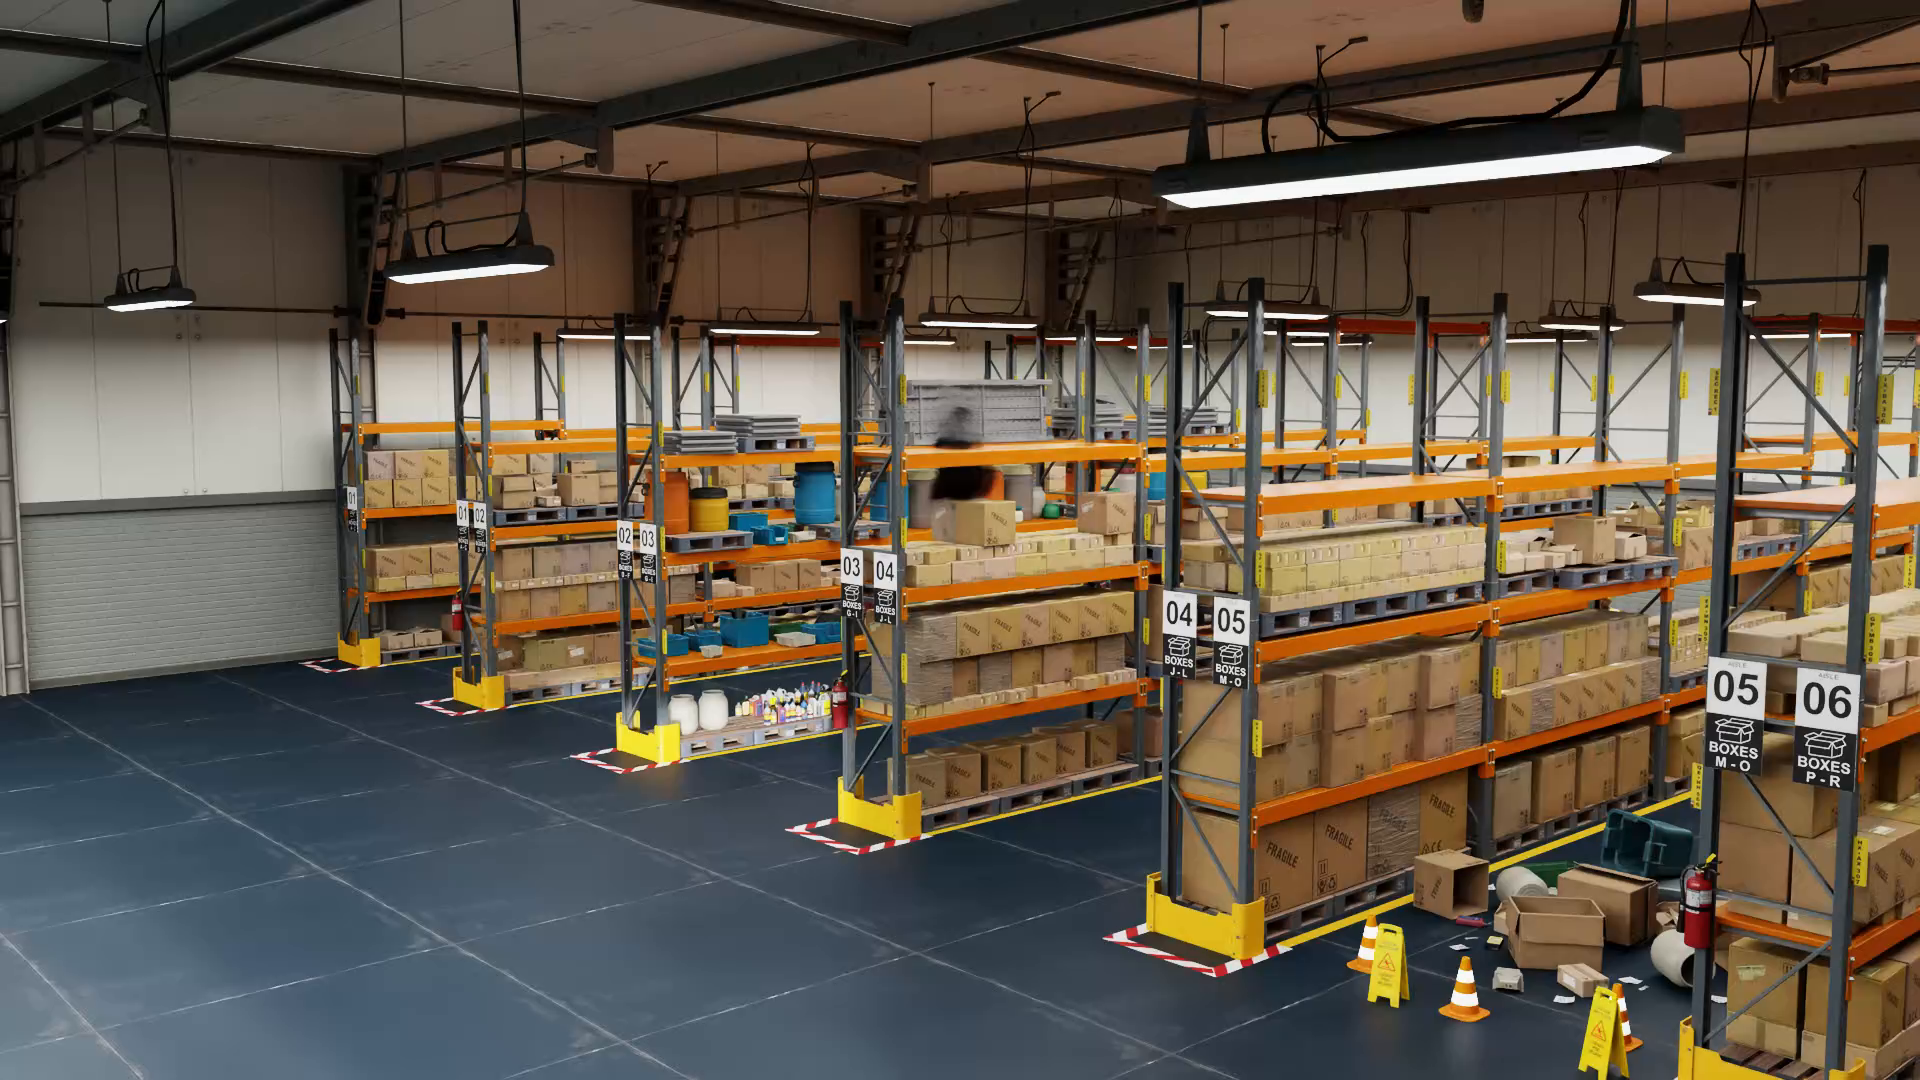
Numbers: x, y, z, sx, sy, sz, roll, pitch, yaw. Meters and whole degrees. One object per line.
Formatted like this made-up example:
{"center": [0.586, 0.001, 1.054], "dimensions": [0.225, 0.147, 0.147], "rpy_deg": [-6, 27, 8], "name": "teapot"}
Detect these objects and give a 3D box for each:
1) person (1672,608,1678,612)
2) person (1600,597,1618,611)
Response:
{"center": [10.792, 1.853, 25.223], "dimensions": [0.564, 1.668, 0.603], "rpy_deg": [-4, 7, -37], "name": "person"}
{"center": [10.279, 1.680, 26.659], "dimensions": [0.709, 1.726, 0.591], "rpy_deg": [5, 7, 41], "name": "person"}
